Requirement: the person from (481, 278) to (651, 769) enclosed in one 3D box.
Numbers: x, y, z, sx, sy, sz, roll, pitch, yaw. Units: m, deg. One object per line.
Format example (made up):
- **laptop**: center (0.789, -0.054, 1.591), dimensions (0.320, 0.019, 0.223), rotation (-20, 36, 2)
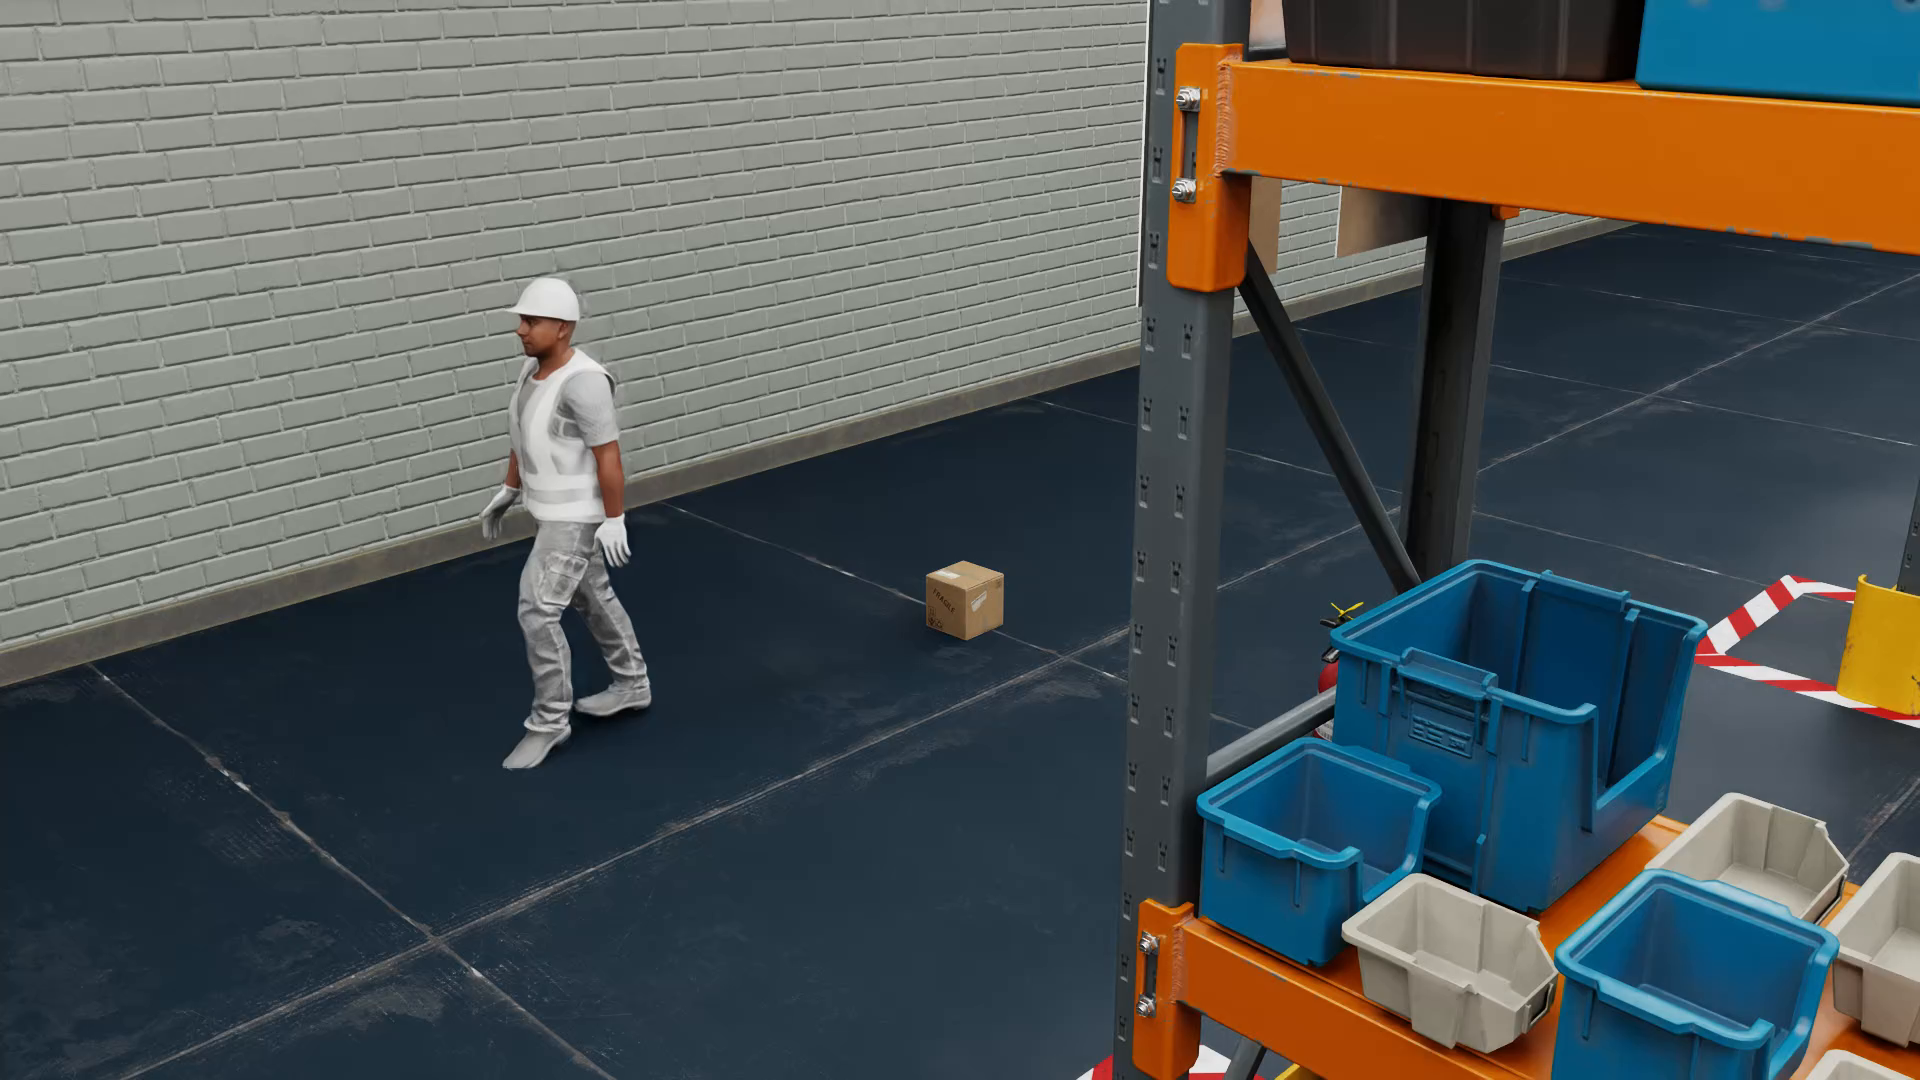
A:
- **person**: center (-1.523, -0.068, 6.257), dimensions (0.666, 1.835, 0.565), rotation (-12, 23, -29)
